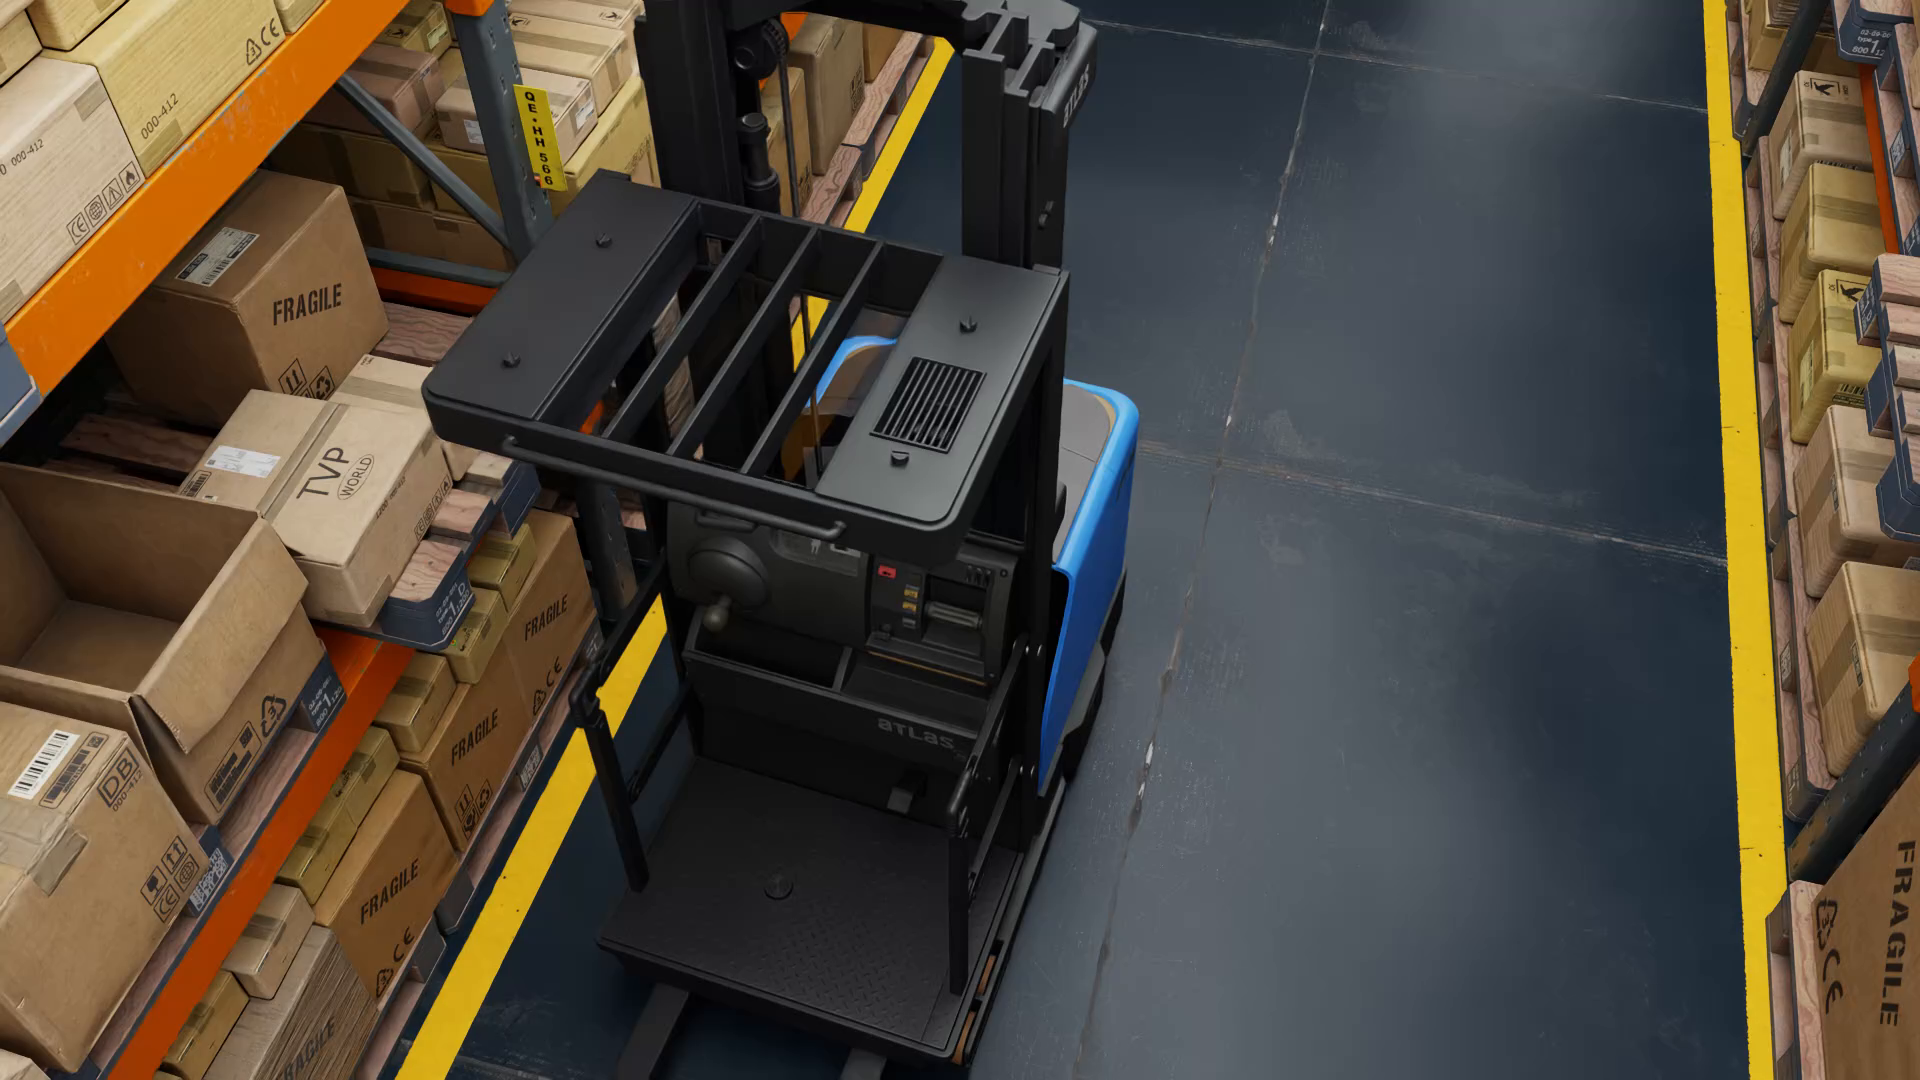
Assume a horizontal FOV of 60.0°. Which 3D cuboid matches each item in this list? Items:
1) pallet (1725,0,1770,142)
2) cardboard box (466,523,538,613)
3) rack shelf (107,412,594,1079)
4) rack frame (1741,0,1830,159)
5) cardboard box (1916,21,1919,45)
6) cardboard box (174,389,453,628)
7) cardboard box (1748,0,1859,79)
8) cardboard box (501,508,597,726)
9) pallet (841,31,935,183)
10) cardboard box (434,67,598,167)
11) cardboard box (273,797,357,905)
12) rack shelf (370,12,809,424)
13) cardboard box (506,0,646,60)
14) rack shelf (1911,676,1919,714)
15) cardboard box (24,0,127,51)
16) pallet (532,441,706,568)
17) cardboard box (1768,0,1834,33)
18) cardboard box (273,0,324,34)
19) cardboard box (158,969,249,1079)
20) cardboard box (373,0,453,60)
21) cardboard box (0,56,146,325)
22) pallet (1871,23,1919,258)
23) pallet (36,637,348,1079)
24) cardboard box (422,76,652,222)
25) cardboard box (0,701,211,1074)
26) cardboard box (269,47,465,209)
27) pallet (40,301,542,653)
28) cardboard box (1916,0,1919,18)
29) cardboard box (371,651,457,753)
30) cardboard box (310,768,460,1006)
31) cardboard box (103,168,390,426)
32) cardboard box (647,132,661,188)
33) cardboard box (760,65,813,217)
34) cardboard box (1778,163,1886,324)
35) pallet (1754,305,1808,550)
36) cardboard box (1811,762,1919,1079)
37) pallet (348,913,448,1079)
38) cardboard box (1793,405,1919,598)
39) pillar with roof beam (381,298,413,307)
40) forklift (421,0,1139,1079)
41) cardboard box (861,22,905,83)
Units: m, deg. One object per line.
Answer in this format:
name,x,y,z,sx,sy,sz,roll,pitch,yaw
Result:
pallet,4.327,-2.310,8.148,1.003,0.211,1.213,12,50,10
cardboard box,-1.544,0.057,5.153,0.380,0.149,0.250,9,49,8
rack shelf,-2.185,0.861,3.969,1.077,0.370,4.000,12,50,10
rack frame,4.184,-2.740,6.668,1.000,3.000,0.127,12,50,10
cardboard box,3.484,-1.703,5.640,0.380,0.149,0.250,12,50,10
cardboard box,-1.624,-0.086,4.145,0.500,0.250,0.500,9,49,8
cardboard box,4.081,-2.450,7.965,0.500,0.250,0.500,14,50,12
cardboard box,-1.562,0.213,5.449,0.500,0.500,0.500,13,50,11
pallet,-0.762,-2.254,8.098,1.003,0.211,1.213,12,50,10
cardboard box,-1.290,-1.244,4.848,0.380,0.149,0.250,13,50,11
cardboard box,-1.876,0.805,4.493,0.380,0.149,0.250,11,49,9
rack shelf,-1.132,-2.032,6.523,1.077,0.370,4.000,12,50,10
cardboard box,-1.178,-1.628,5.187,0.380,0.149,0.250,13,50,11
rack shelf,2.605,1.838,3.107,1.077,0.370,4.000,12,50,10
cardboard box,-1.723,-1.037,2.998,0.380,0.149,0.250,12,50,10
pallet,-1.404,-0.489,6.540,1.003,0.211,1.213,12,50,10
cardboard box,4.081,-2.698,7.684,0.500,0.500,0.500,11,49,10
cardboard box,-1.559,-1.347,3.538,0.500,0.250,0.500,10,49,9
cardboard box,-2.034,1.178,4.164,0.380,0.149,0.250,12,50,10
cardboard box,-1.807,-1.558,5.125,0.380,0.149,0.250,13,50,11
cardboard box,-1.822,-0.622,2.897,0.500,0.250,0.500,12,50,10
pallet,3.613,-1.223,5.457,1.003,0.211,1.213,12,50,10
pallet,-2.166,0.647,3.806,1.003,0.211,1.213,12,50,10
cardboard box,-1.282,-1.207,5.081,0.500,0.250,0.500,12,50,10
cardboard box,-2.025,0.650,3.329,0.700,0.500,0.500,11,50,10
cardboard box,-1.808,-1.319,5.180,0.500,0.250,0.500,13,50,11
pallet,-1.769,-0.256,4.603,1.213,0.211,1.003,12,50,10
cardboard box,3.510,-2.011,5.479,0.500,0.500,0.500,11,50,10
cardboard box,-1.698,0.442,4.813,0.380,0.149,0.250,10,49,9
cardboard box,-1.839,0.952,4.796,0.500,0.500,0.500,14,50,12
cardboard box,-1.945,-0.654,4.480,0.500,0.500,0.500,14,50,12
cardboard box,-1.169,-1.409,5.593,0.500,0.250,0.500,11,49,9
cardboard box,-1.139,-1.586,6.953,0.875,0.625,0.625,10,49,8
cardboard box,3.863,-1.109,6.701,0.950,0.372,0.625,14,50,12
pallet,3.662,-0.369,6.435,1.003,0.211,1.213,12,50,10
cardboard box,2.869,1.201,4.327,0.875,0.875,0.875,11,50,10
pallet,-2.214,1.511,4.775,1.003,0.211,1.213,12,50,10
cardboard box,3.476,-0.058,5.773,0.950,0.372,0.625,11,49,9
pillar with roof beam,1.969,-3.080,2.966,9.100,9.000,0.400,12,50,10
forklift,-0.384,0.211,4.109,1.130,2.935,3.031,15,50,13
cardboard box,-0.732,-2.690,7.928,0.875,0.625,0.625,14,50,12
